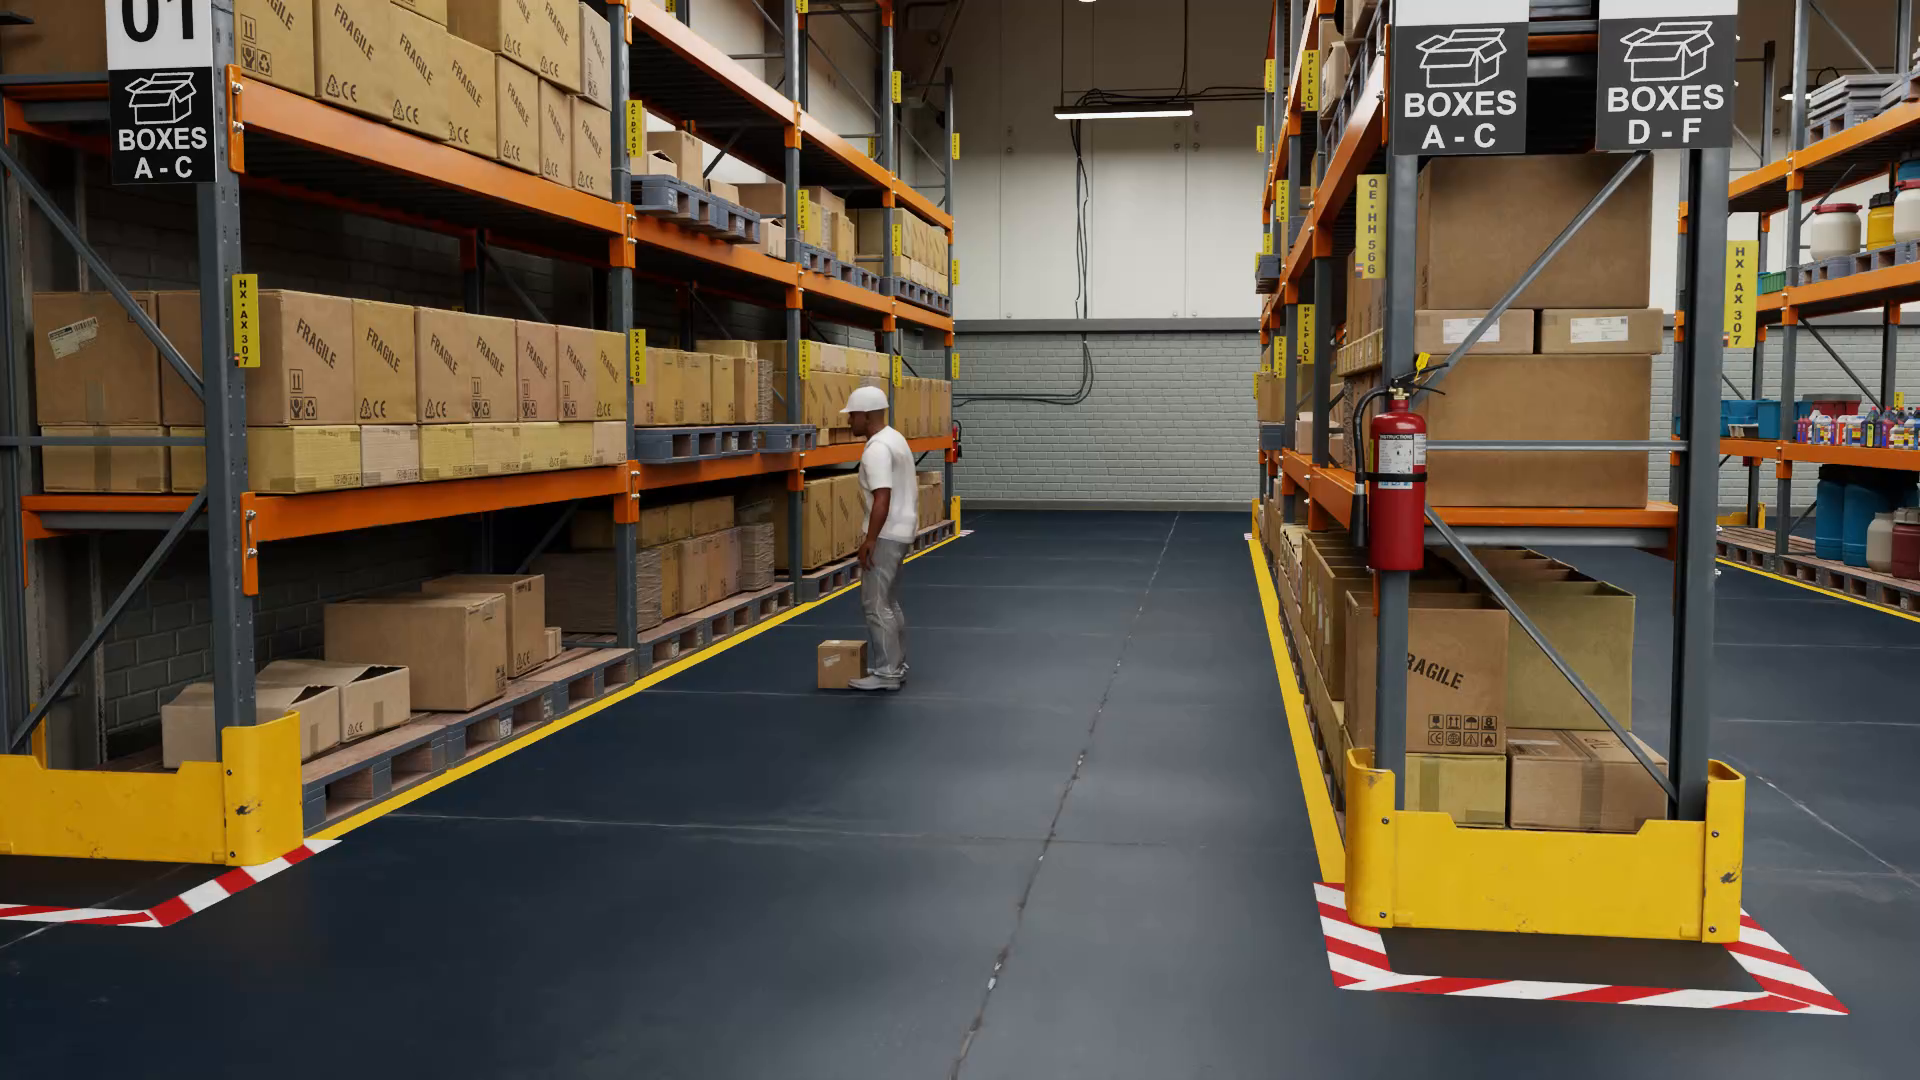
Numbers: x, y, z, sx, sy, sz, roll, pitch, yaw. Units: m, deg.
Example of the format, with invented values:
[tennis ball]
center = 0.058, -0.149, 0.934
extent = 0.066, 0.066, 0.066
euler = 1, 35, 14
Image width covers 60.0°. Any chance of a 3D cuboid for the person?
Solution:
[person]
center = -0.471, -0.015, 9.728
extent = 0.460, 1.761, 0.637
euler = 1, 4, 7
